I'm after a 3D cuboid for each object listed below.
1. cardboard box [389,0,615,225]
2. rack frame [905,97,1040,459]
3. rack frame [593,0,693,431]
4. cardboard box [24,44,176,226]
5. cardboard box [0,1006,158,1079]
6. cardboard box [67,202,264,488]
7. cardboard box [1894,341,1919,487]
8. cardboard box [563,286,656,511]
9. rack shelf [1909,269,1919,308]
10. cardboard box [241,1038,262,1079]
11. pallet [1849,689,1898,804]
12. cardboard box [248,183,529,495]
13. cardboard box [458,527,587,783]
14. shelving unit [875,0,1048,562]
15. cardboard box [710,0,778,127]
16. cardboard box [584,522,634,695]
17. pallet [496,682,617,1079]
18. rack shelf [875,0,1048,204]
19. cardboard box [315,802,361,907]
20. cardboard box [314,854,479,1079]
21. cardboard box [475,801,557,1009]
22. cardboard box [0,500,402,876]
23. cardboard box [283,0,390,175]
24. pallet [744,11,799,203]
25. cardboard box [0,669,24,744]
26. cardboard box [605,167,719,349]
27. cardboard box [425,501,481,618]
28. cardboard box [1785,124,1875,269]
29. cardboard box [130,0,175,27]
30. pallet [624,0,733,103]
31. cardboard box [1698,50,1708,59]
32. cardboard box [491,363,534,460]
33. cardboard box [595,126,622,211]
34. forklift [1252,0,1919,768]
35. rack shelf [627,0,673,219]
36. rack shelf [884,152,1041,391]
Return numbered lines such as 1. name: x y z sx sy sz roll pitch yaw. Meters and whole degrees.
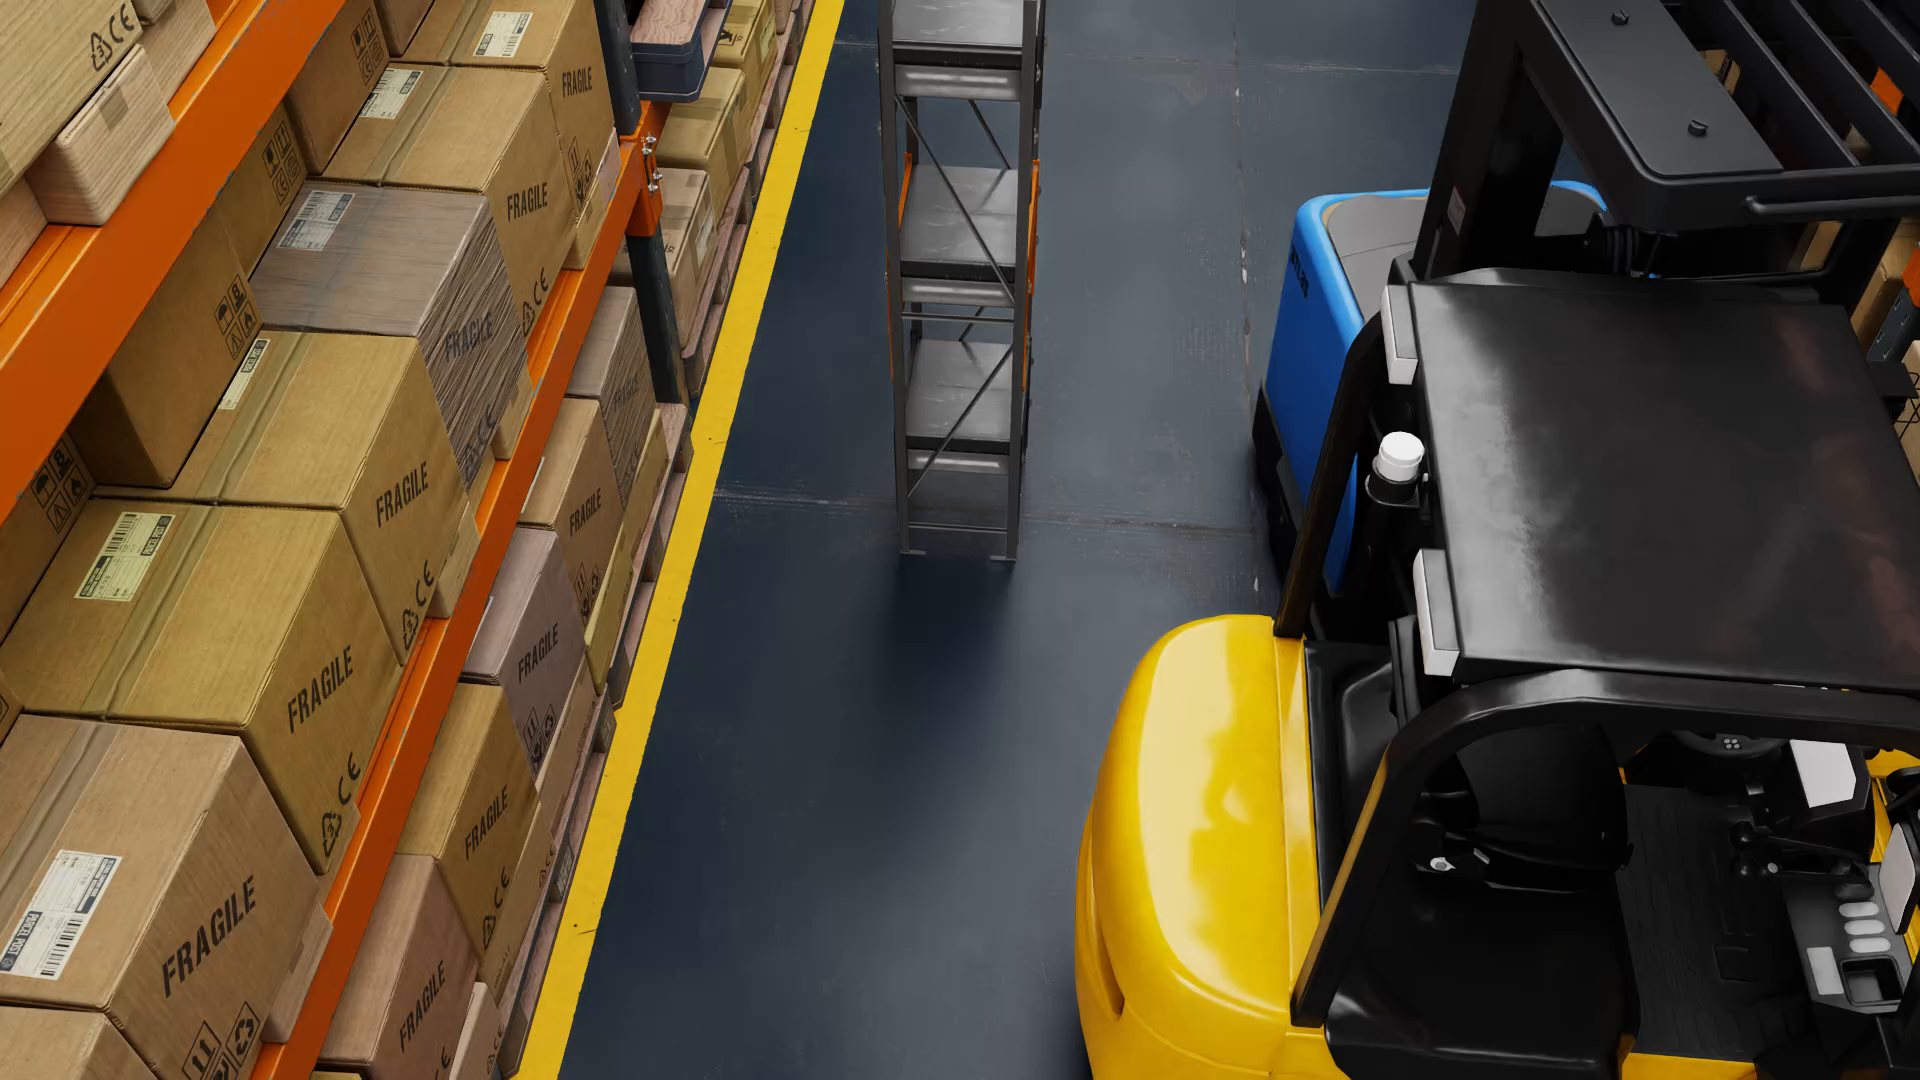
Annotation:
1. cardboard box: -1.283 -1.228 4.571 0.500 0.500 0.500 3 48 3
2. rack frame: 0.037 -1.010 5.250 0.400 2.100 0.015 4 48 4
3. rack frame: -1.491 -1.437 5.032 1.000 3.000 0.127 4 48 4
4. cardboard box: -1.388 -0.597 2.401 0.380 0.149 0.250 4 48 4
5. cardboard box: -1.536 1.039 2.498 0.500 0.500 0.500 3 48 3
6. cardboard box: -1.845 -0.470 3.200 0.700 0.500 0.500 4 48 3
7. cardboard box: 3.096 -0.323 4.914 0.500 0.250 0.500 3 48 3
8. cardboard box: -1.277 -0.451 5.200 0.500 0.500 0.500 3 48 3
9. rack shelf: 3.271 0.606 3.650 1.077 0.370 4.000 4 48 4
10. cardboard box: -1.504 0.975 2.995 0.380 0.149 0.250 2 48 2
11. pallet: 3.339 0.417 5.226 1.003 0.211 1.213 4 48 4
12. cardboard box: -1.366 -0.468 3.876 0.500 0.500 0.500 5 48 5
13. cardboard box: -1.367 0.298 4.516 0.500 0.500 0.500 6 48 6
14. shelving unit: 0.015 -0.830 5.086 0.431 2.100 0.503 4 48 4
15. cardboard box: -1.321 -2.117 7.150 0.950 0.372 0.625 5 48 5
16. cardboard box: -1.315 0.194 5.119 0.500 0.250 0.500 3 48 2
17. pallet: -1.625 0.899 4.785 1.003 0.211 1.213 4 48 4
18. rack shelf: 0.015 -1.294 4.580 0.431 0.518 0.480 4 48 4
19. cardboard box: -1.445 0.600 3.339 0.380 0.149 0.250 5 48 5
20. cardboard box: -1.461 1.059 3.819 0.500 0.500 0.500 2 48 2
21. cardboard box: -1.415 0.938 4.438 0.500 0.250 0.500 7 48 6
22. cardboard box: -1.447 0.283 3.189 0.500 0.500 0.500 3 48 3
23. cardboard box: -1.815 -1.226 3.892 0.700 0.500 0.500 4 48 4
24. pallet: -1.312 -1.967 7.406 1.003 0.211 1.213 4 48 4
25. cardboard box: -1.972 0.269 2.524 0.700 0.500 0.500 4 48 4
26. cardboard box: -1.445 -1.078 6.199 0.950 0.372 0.625 4 48 4
27. cardboard box: -1.346 0.029 3.861 0.380 0.149 0.250 4 48 4
28. cardboard box: 3.568 -1.400 6.323 0.875 0.625 0.625 3 48 3
29. cardboard box: -1.400 -1.037 2.533 0.500 0.250 0.500 5 48 4
30. pallet: -1.276 -1.924 5.607 1.003 0.211 1.213 4 48 4
31. cardboard box: 3.695 -2.448 7.281 0.875 0.625 0.625 5 48 5
32. cardboard box: -1.306 -0.349 4.207 0.380 0.149 0.250 3 48 3
33. cardboard box: -1.216 -1.096 4.890 0.380 0.149 0.250 3 48 3
34. forklift: 1.717 -0.316 4.053 1.130 2.935 3.031 -4 48 -4
35. rack shelf: -1.308 -2.664 6.641 1.077 0.370 4.000 4 48 4
36. rack shelf: 0.015 -0.821 5.097 0.431 0.518 0.480 4 48 4
